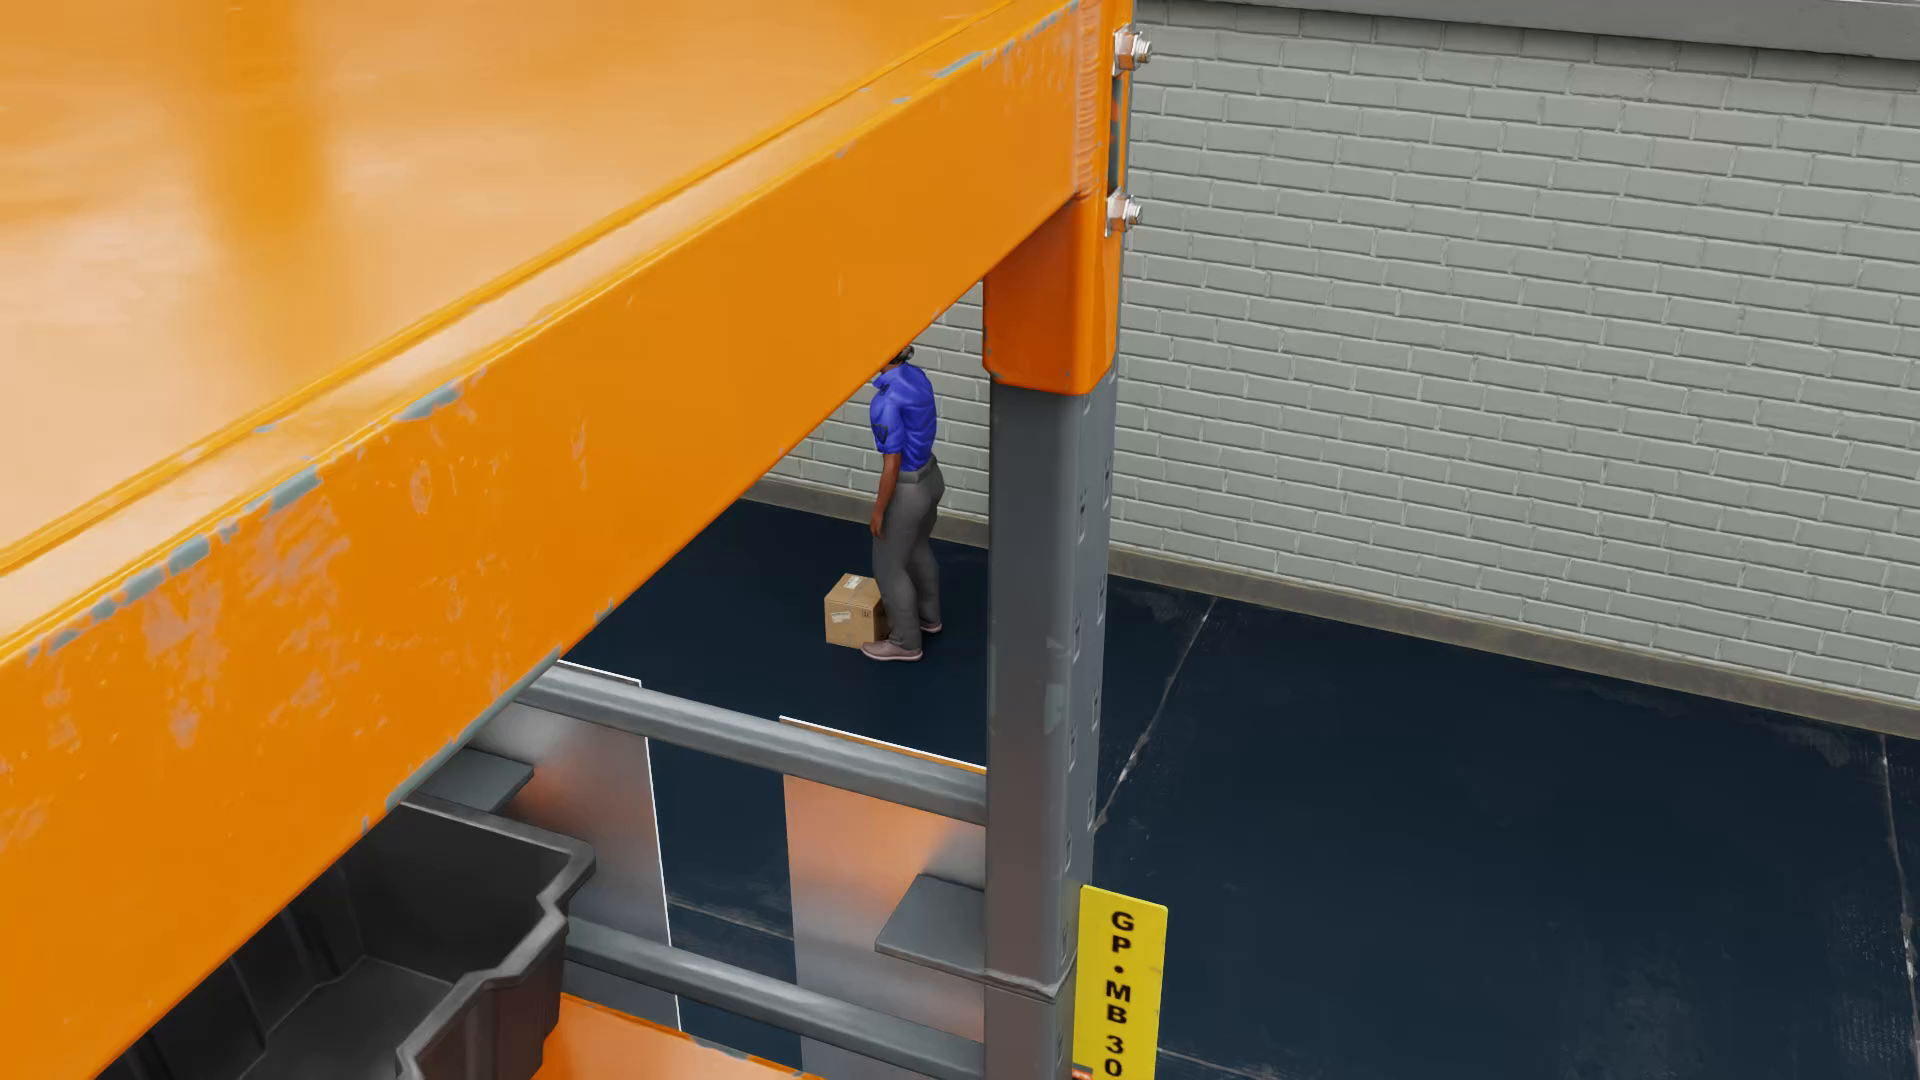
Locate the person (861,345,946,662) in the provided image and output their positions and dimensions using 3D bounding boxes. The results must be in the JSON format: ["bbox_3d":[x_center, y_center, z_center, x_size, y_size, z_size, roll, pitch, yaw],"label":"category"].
[{"bbox_3d":[-0.264,-0.223,7.523,0.351,1.655,0.521,11,31,18],"label":"person"}]
